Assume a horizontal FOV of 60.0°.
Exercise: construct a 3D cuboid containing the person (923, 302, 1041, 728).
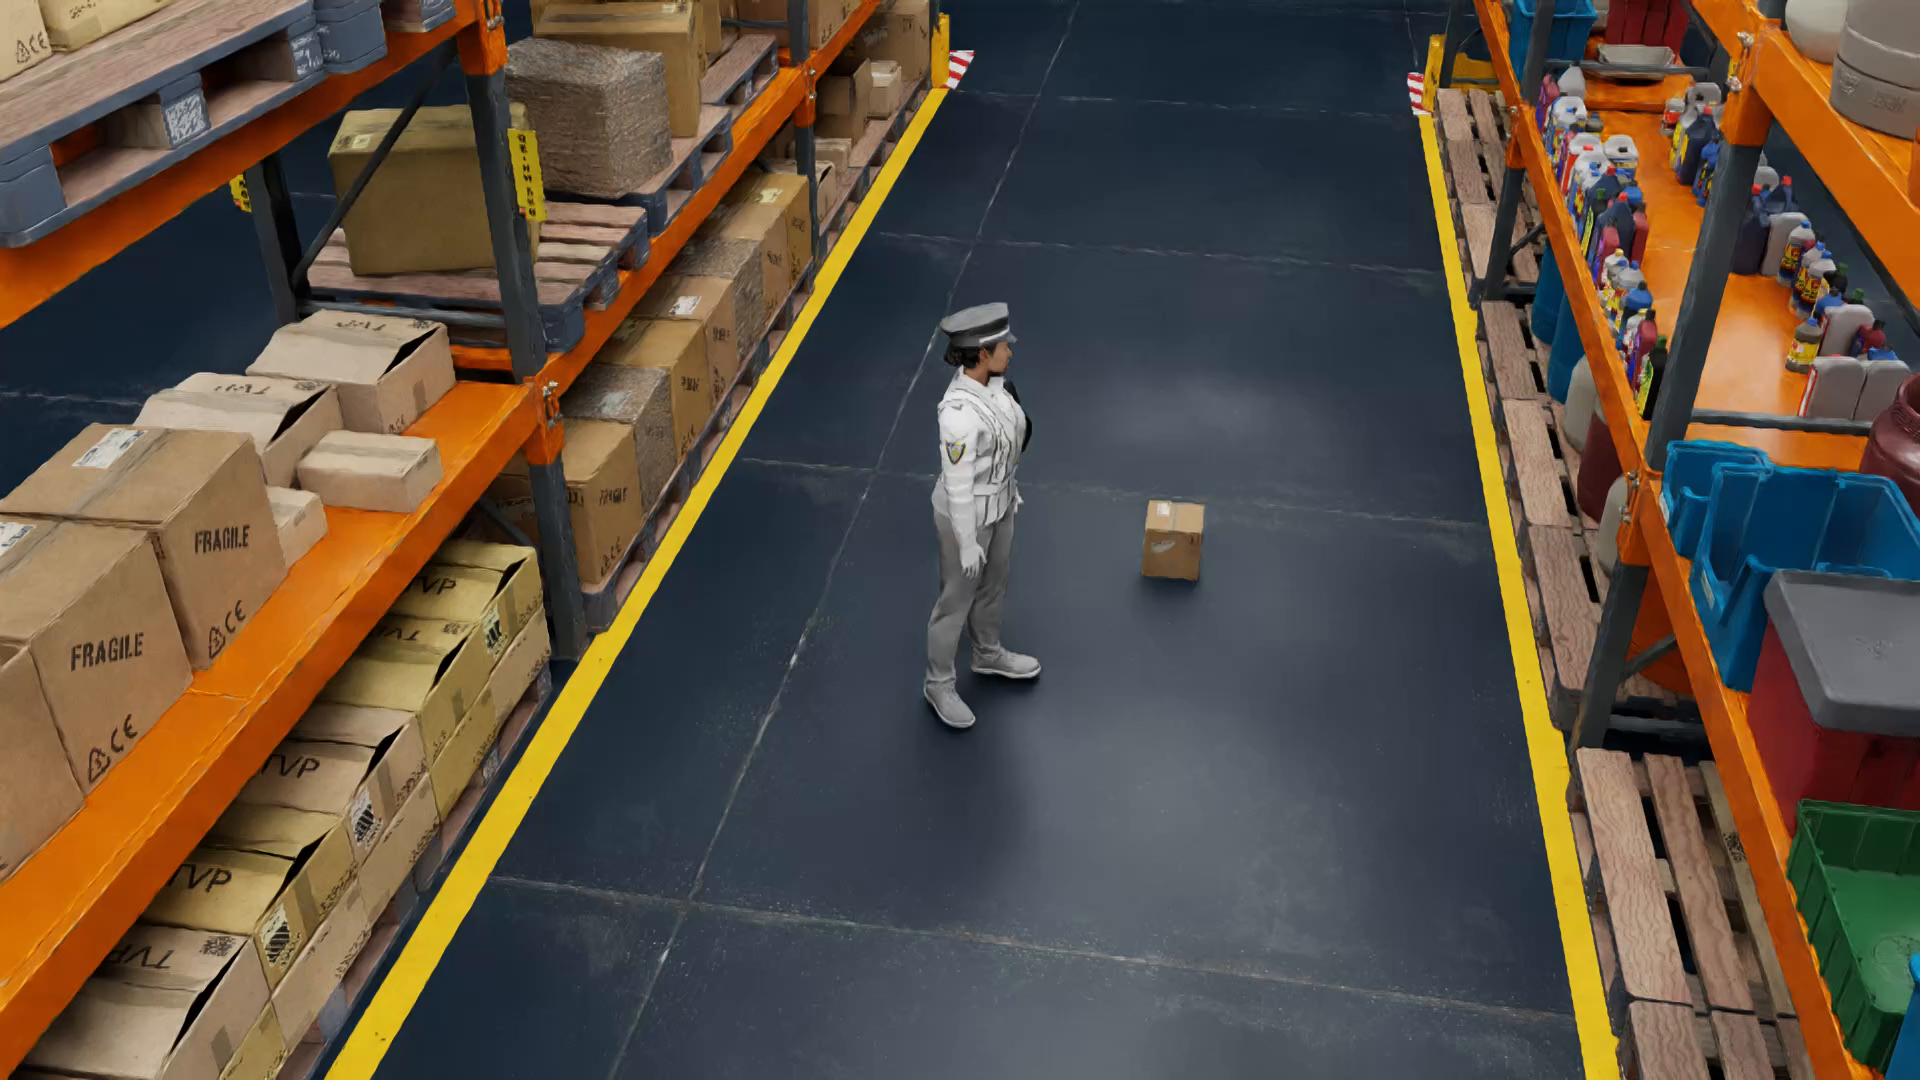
[{"bbox_3d":[0.083,-0.105,6.244,0.402,1.679,0.543,11,34,16],"label":"person"}]
